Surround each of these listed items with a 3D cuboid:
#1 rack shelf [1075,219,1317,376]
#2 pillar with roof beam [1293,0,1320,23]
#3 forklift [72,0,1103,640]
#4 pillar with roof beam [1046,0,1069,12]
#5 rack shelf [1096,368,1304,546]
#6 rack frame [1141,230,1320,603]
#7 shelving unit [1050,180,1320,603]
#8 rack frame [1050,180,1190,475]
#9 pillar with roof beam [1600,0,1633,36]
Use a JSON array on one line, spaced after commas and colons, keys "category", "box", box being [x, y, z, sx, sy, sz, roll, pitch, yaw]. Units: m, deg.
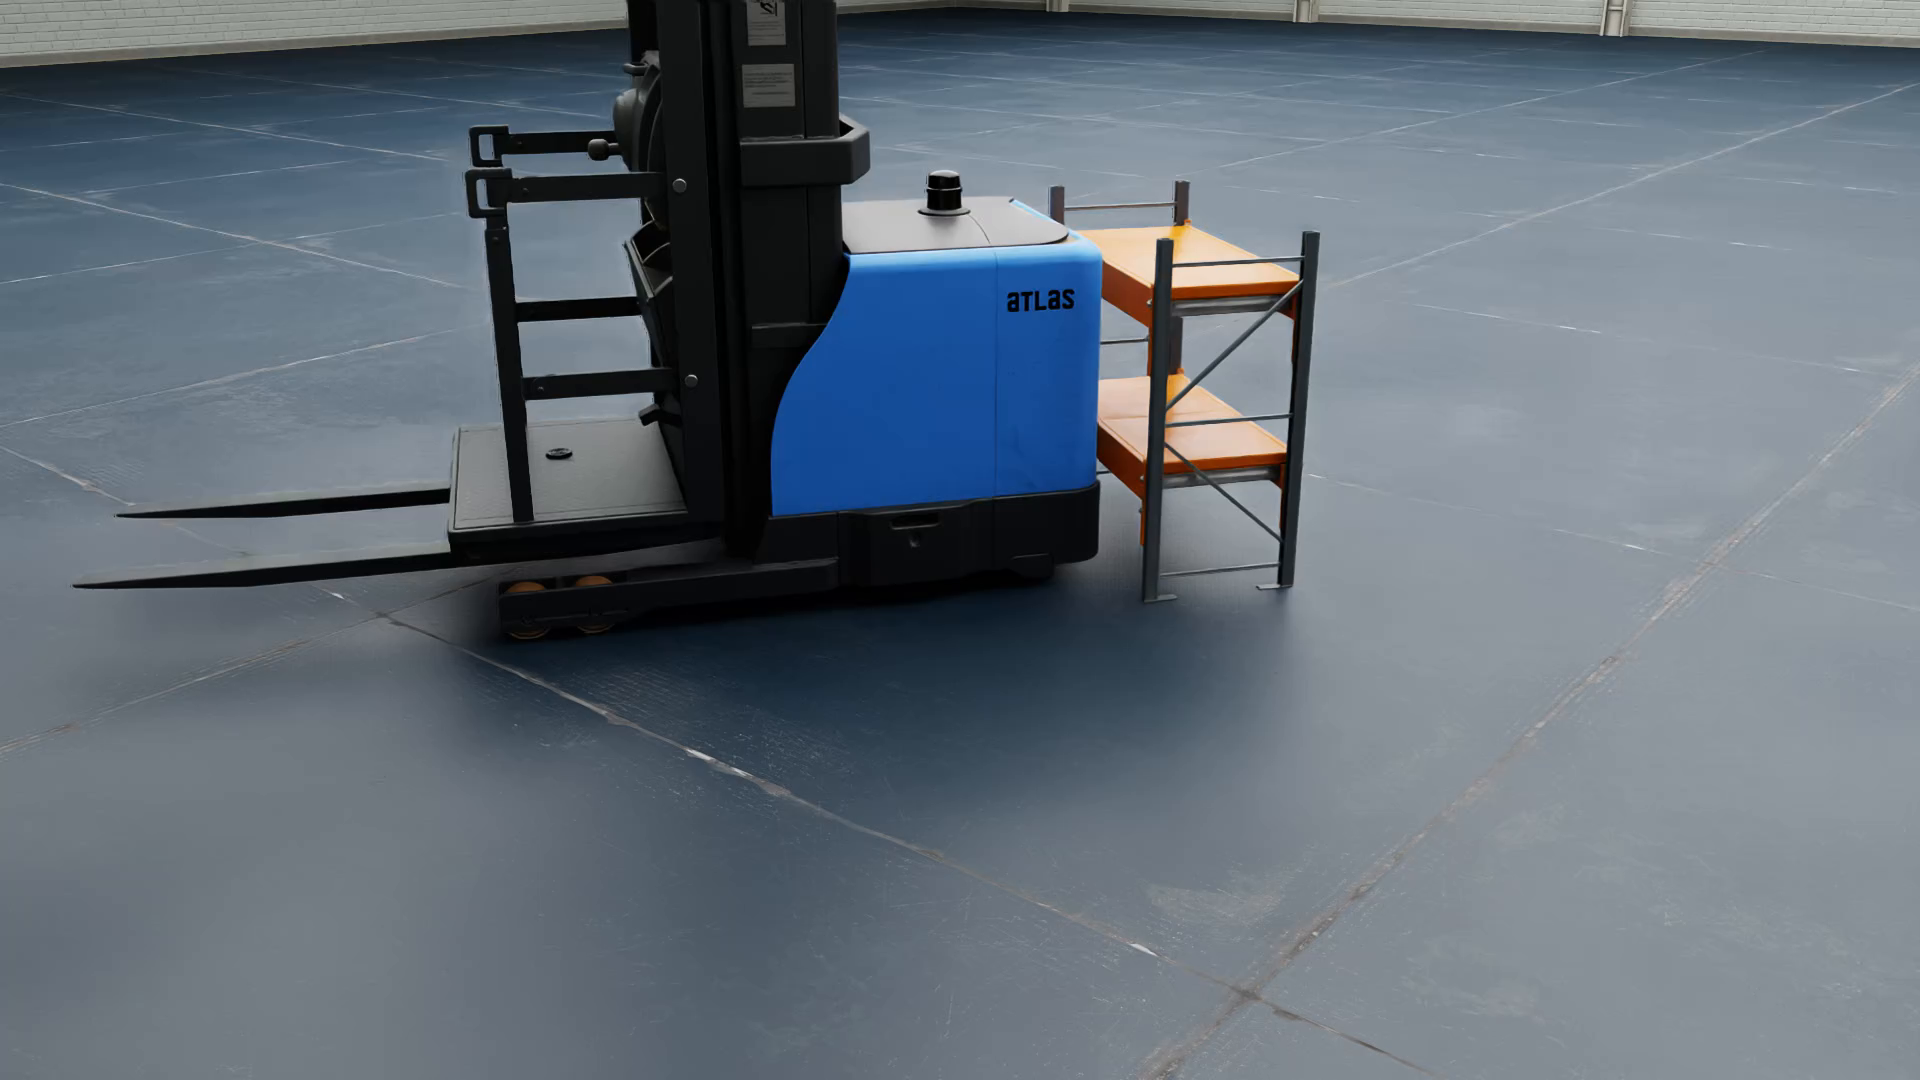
[{"category": "rack shelf", "box": [0.683, -0.806, 5.382, 0.538, 0.278, 1.000, -5, 21, -14]}, {"category": "pillar with roof beam", "box": [4.050, -13.186, 27.881, 0.400, 9.000, 9.100, 16, 26, 36]}, {"category": "forklift", "box": [-1.130, -1.284, 4.920, 3.031, 2.935, 1.130, -5, 21, -14]}, {"category": "pillar with roof beam", "box": [-0.598, -14.524, 31.430, 0.400, 9.000, 9.100, 16, 26, 36]}, {"category": "rack shelf", "box": [0.683, -0.303, 5.572, 0.538, 0.278, 1.000, -5, 21, -14]}, {"category": "rack frame", "box": [0.810, -0.359, 5.025, 0.500, 1.125, 0.032, -5, 21, -14]}, {"category": "shelving unit", "box": [0.683, -0.532, 5.485, 0.538, 1.125, 1.048, -5, 21, -14]}, {"category": "rack frame", "box": [0.556, -0.706, 5.946, 0.500, 1.125, 0.032, -5, 21, -14]}, {"category": "pillar with roof beam", "box": [8.699, -11.847, 24.331, 0.400, 9.000, 9.100, 16, 26, 36]}]
